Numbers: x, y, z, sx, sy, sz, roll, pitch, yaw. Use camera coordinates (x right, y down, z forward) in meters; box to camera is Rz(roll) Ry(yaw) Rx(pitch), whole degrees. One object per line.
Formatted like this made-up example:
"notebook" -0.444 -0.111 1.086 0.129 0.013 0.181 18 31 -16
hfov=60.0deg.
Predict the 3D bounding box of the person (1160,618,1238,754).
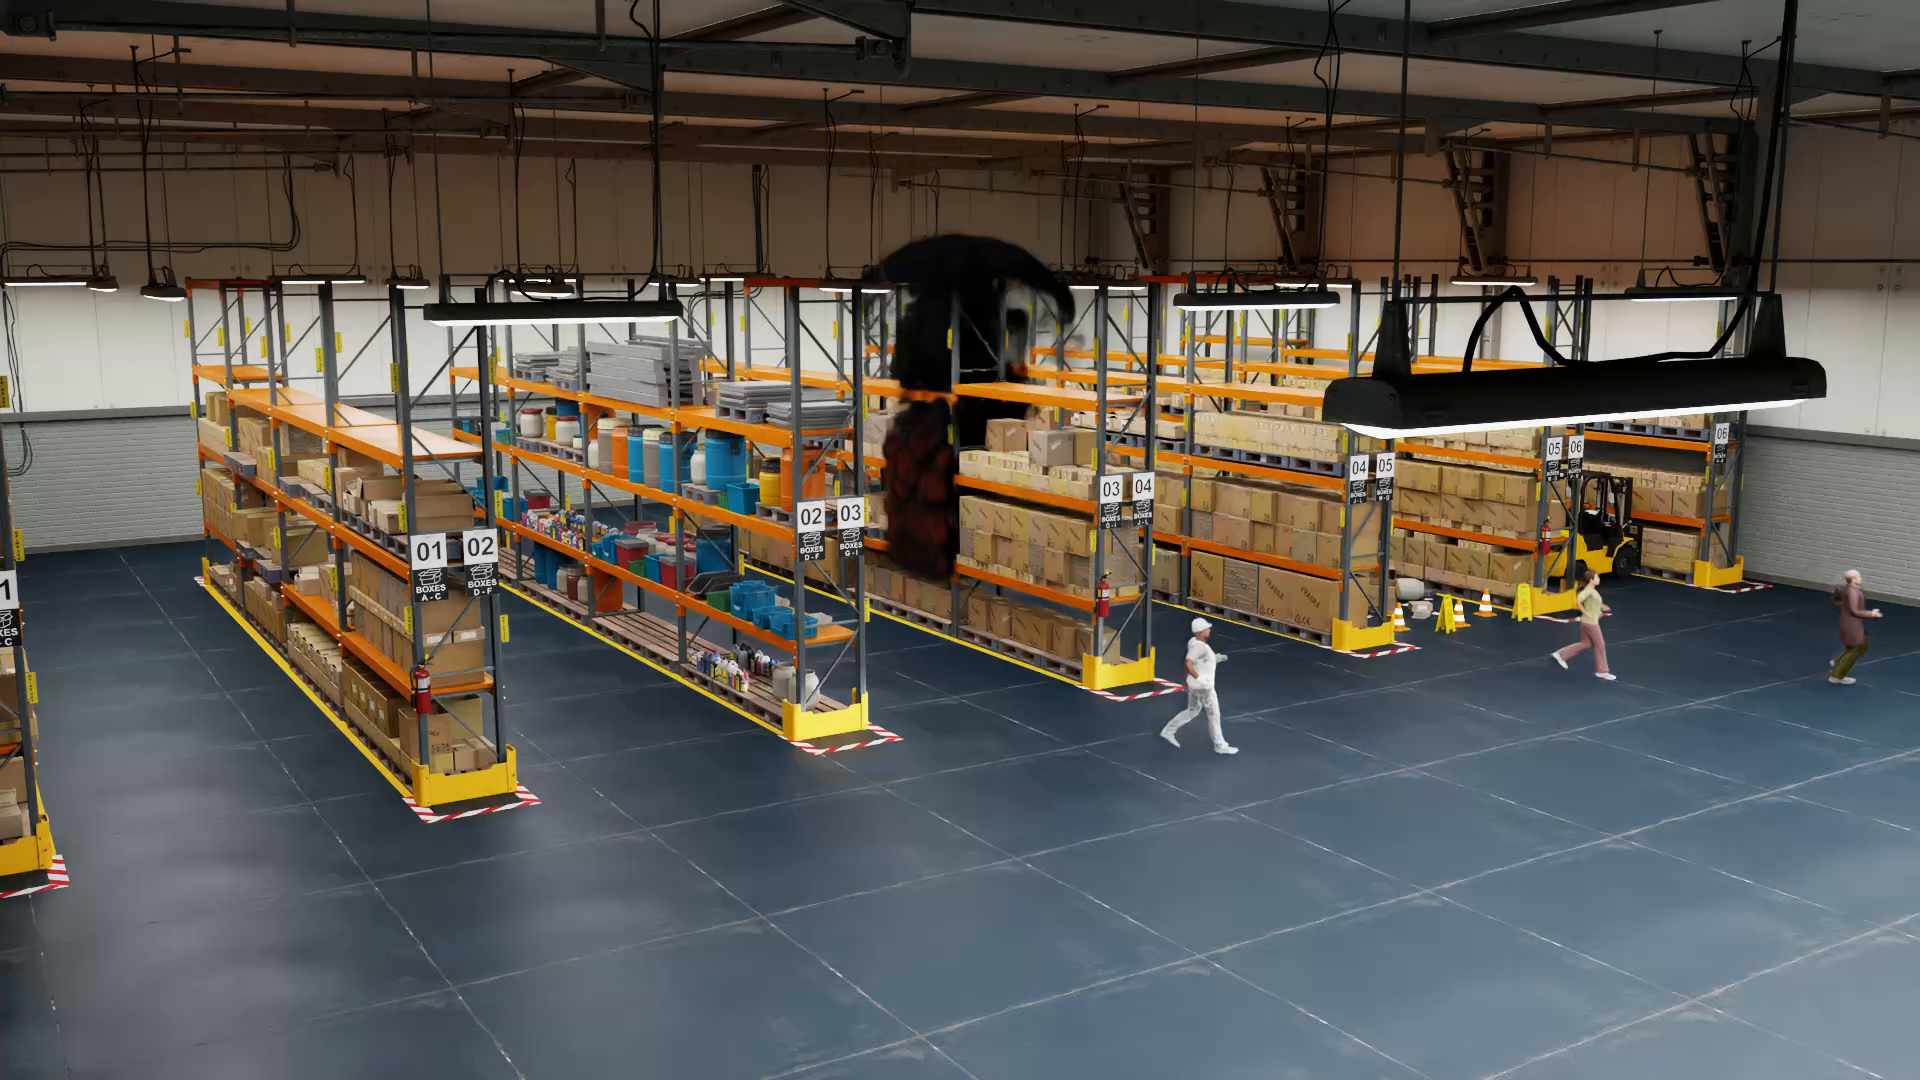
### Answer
"person" 3.093 1.868 21.372 1.003 1.765 0.685 -1 10 -4

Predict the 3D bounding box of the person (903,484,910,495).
"person" -1.459 -1.686 42.992 0.683 1.686 0.579 -9 13 -43

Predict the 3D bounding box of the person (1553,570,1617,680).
"person" 9.574 1.282 25.385 0.939 1.676 0.578 3 10 16

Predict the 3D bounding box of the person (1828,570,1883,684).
"person" 13.454 1.311 24.969 0.639 1.729 0.697 3 10 17

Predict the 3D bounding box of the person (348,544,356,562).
"person" -12.071 -0.034 32.966 0.840 1.838 0.630 8 12 40
